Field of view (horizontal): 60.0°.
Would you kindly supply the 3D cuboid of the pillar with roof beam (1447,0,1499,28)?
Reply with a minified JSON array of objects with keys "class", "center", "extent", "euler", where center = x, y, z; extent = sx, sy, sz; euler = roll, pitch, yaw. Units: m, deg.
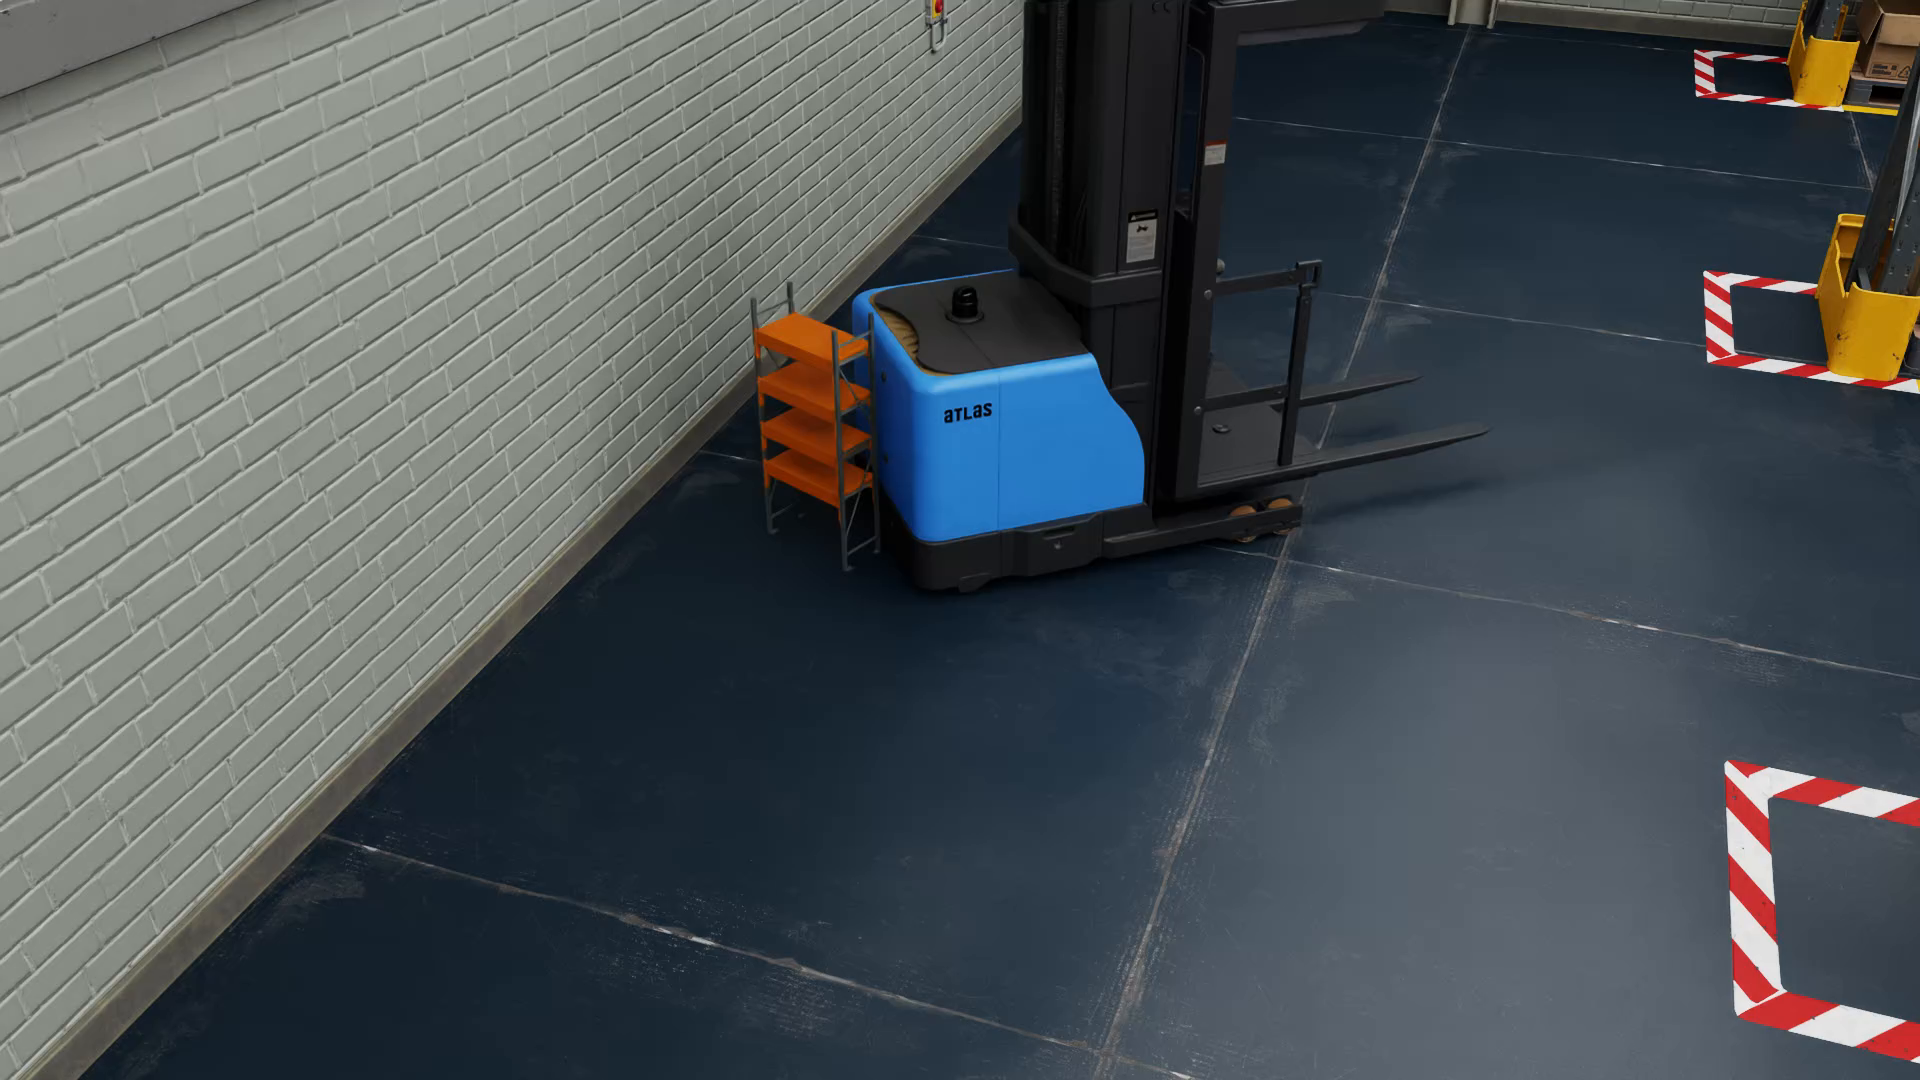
[{"class":"pillar with roof beam","center":[3.156,-6.251,9.135],"extent":[0.400,9.000,9.100],"euler":[11,34,16]}]

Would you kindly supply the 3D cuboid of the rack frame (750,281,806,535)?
[{"class":"rack frame","center":[-0.818,-0.581,7.543],"extent":[0.015,1.200,0.240],"euler":[25,40,33]}]

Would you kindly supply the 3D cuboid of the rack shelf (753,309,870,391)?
[{"class":"rack shelf","center":[-0.633,-0.824,7.196],"extent":[0.480,0.148,0.258],"euler":[25,40,33]}]

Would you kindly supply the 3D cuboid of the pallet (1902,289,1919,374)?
[{"class":"pallet","center":[5.950,-1.162,9.355],"extent":[1.213,0.211,1.003],"euler":[11,34,16]}]

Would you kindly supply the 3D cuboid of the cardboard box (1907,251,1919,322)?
[{"class":"cardboard box","center":[5.826,-1.470,9.236],"extent":[0.875,0.438,0.875],"euler":[10,34,15]}]

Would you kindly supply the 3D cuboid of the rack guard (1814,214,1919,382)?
[{"class":"rack guard","center":[5.149,-1.394,9.448],"extent":[0.348,0.500,1.175],"euler":[11,34,16]}]

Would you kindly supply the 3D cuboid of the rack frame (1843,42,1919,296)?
[{"class":"rack frame","center":[5.171,-2.440,8.763],"extent":[0.127,3.000,1.000],"euler":[11,34,16]}]

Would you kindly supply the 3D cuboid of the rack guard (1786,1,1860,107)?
[{"class":"rack guard","center":[6.914,-3.911,13.346],"extent":[0.348,0.500,1.175],"euler":[11,34,16]}]

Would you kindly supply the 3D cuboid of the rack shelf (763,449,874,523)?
[{"class":"rack shelf","center":[-0.633,-0.271,7.554],"extent":[0.480,0.148,0.258],"euler":[25,40,33]}]

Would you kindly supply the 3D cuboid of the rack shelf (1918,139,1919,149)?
[{"class":"rack shelf","center":[7.054,-1.771,8.391],"extent":[4.000,0.370,1.077],"euler":[11,34,16]}]

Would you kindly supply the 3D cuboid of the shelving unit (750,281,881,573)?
[{"class":"shelving unit","center":[-0.633,-0.494,7.409],"extent":[0.503,1.200,0.258],"euler":[25,40,33]}]

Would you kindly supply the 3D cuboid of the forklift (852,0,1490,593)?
[{"class":"forklift","center":[1.072,-1.479,7.339],"extent":[3.031,2.935,1.130],"euler":[-11,34,-16]}]

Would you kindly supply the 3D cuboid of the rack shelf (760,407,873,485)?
[{"class":"rack shelf","center":[-0.633,-0.438,7.446],"extent":[0.480,0.148,0.258],"euler":[25,40,33]}]

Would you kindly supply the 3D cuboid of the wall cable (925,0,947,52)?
[{"class":"wall cable","center":[-0.145,-3.899,10.059],"extent":[0.123,1.953,0.585],"euler":[11,34,16]}]

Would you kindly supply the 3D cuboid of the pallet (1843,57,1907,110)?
[{"class":"pallet","center":[7.665,-3.644,13.199],"extent":[1.213,0.211,1.003],"euler":[11,34,16]}]

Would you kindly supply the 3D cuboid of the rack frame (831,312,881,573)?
[{"class":"rack frame","center":[-0.449,-0.408,7.276],"extent":[0.015,1.200,0.240],"euler":[25,40,33]}]

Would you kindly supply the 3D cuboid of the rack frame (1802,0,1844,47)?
[{"class":"rack frame","center":[6.842,-4.975,12.690],"extent":[0.127,3.000,1.000],"euler":[11,34,16]}]

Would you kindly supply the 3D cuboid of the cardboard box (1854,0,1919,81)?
[{"class":"cardboard box","center":[7.386,-3.942,13.005],"extent":[0.637,0.503,0.797],"euler":[10,34,15]}]

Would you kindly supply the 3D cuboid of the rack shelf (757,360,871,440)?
[{"class":"rack shelf","center":[-0.633,-0.626,7.325],"extent":[0.480,0.148,0.258],"euler":[25,40,33]}]
